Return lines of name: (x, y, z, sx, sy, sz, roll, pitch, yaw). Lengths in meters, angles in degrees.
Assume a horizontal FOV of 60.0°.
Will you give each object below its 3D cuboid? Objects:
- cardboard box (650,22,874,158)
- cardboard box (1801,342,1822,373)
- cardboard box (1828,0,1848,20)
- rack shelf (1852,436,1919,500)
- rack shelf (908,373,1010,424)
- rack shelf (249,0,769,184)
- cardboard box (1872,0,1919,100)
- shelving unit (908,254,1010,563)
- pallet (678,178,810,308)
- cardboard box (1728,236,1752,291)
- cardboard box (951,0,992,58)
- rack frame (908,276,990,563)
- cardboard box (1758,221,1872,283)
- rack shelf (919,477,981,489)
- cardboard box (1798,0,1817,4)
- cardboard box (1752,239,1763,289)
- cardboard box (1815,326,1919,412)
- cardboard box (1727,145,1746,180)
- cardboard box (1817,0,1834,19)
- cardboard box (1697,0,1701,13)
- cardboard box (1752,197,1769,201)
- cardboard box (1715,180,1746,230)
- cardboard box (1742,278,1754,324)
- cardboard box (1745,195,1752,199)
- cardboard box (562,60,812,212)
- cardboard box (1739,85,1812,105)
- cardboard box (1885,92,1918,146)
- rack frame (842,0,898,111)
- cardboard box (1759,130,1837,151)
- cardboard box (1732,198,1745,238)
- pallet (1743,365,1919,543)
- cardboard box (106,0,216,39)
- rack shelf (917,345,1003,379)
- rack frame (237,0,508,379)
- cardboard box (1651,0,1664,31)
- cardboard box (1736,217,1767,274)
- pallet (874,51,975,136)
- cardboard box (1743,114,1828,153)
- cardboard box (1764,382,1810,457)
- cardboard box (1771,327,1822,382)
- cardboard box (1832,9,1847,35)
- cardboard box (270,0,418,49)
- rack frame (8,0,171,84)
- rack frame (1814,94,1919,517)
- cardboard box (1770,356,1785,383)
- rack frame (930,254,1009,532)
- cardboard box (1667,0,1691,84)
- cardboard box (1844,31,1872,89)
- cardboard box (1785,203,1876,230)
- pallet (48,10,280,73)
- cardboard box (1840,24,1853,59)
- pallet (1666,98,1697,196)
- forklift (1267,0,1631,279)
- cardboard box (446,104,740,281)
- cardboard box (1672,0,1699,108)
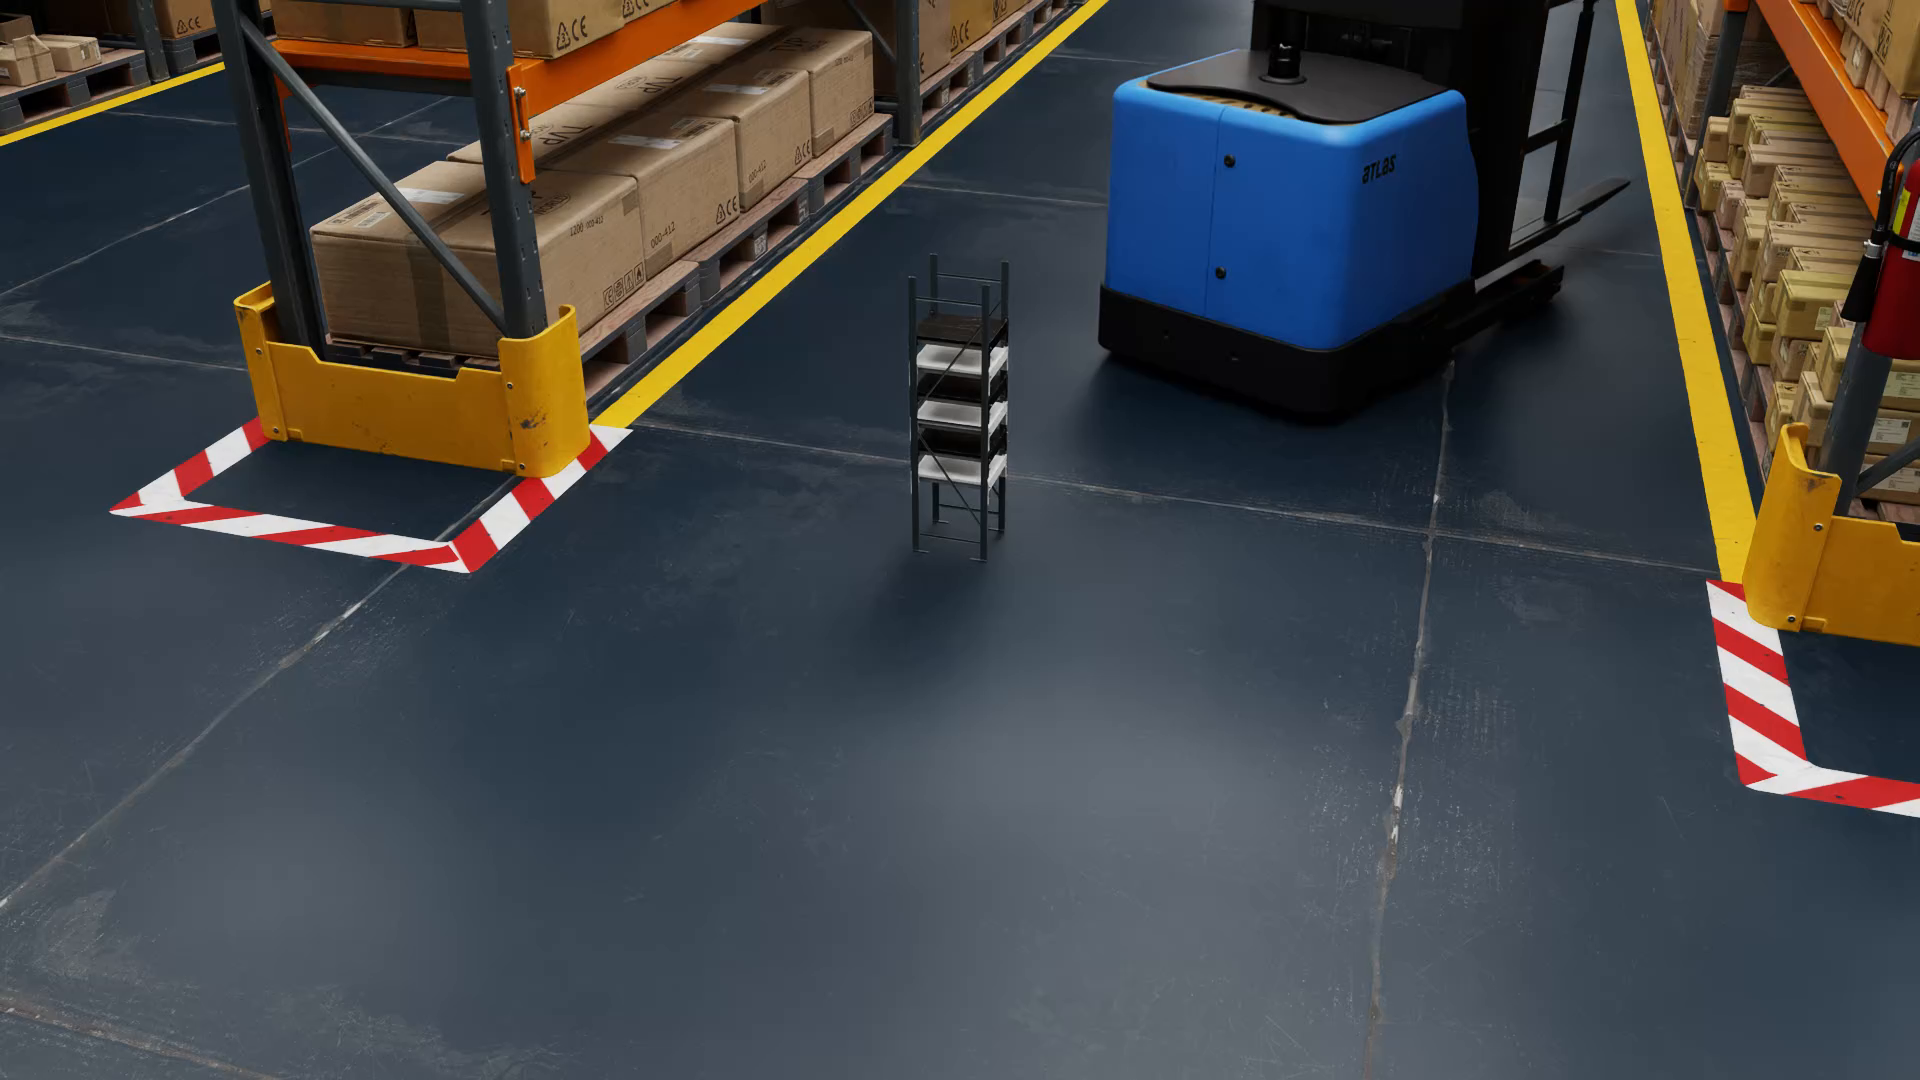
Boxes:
cardboard box: (-0.999, -2.331, 8.558, 0.875, 0.438, 0.875, 8, 30, 14)
cardboard box: (2.885, -0.492, 5.244, 0.380, 0.149, 0.250, 8, 30, 14)
cardboard box: (3.057, -1.920, 5.207, 0.500, 0.500, 0.500, 9, 30, 15)
rack shelf: (2.878, -1.024, 4.006, 0.949, 2.616, 0.053, 8, 30, 15)
rack shelf: (-0.002, -0.439, 4.997, 0.258, 0.077, 0.200, 8, 30, 15)
rack shelf: (-1.299, -2.299, 7.038, 1.077, 0.370, 4.000, 8, 30, 15)
cardboard box: (2.761, -1.444, 4.352, 0.500, 0.500, 0.500, 9, 30, 16)
shelving unit: (5.652, -3.954, 8.194, 8.426, 4.047, 12.137, 8, 30, 15)
pallet: (-1.367, -1.414, 7.574, 1.003, 0.211, 1.213, 8, 30, 15)
cardboard box: (3.293, -1.089, 6.623, 0.380, 0.149, 0.250, 8, 30, 14)
cardboard box: (-0.349, -3.519, 10.243, 0.875, 0.875, 0.875, 9, 30, 16)
rack frame: (-0.032, -0.342, 4.940, 0.240, 0.900, 0.006, 8, 30, 15)
cardboard box: (3.034, -0.996, 5.843, 0.380, 0.149, 0.250, 10, 31, 17)
rack shelf: (-0.002, -0.216, 5.121, 0.199, 0.015, 0.184, 8, 30, 15)
cardboard box: (3.313, -2.070, 6.144, 0.380, 0.149, 0.250, 10, 31, 17)
cardboard box: (3.141, -0.979, 6.120, 0.380, 0.149, 0.250, 10, 31, 17)
cardboard box: (2.788, -0.505, 4.960, 0.380, 0.149, 0.250, 9, 30, 15)
cardboard box: (3.648, -1.698, 7.412, 0.380, 0.149, 0.250, 9, 30, 15)
cardboard box: (3.279, -1.939, 5.908, 0.380, 0.149, 0.250, 10, 31, 17)
cardboard box: (4.190, -2.922, 8.785, 0.500, 0.250, 0.500, 10, 31, 17)
cardboard box: (3.426, -1.330, 6.751, 0.380, 0.149, 0.250, 10, 31, 17)
cardboard box: (3.534, -1.452, 7.274, 0.380, 0.149, 0.250, 8, 30, 15)
cardboard box: (3.143, -0.850, 6.192, 0.380, 0.149, 0.250, 9, 30, 16)
cardboard box: (3.529, -1.455, 6.974, 0.380, 0.149, 0.250, 7, 30, 12)
cardboard box: (-1.261, -1.914, 7.810, 0.875, 0.438, 0.875, 8, 30, 13)
cardboard box: (3.750, -1.951, 7.560, 0.380, 0.149, 0.250, 10, 31, 17)
cardboard box: (2.701, -1.107, 4.413, 0.380, 0.149, 0.250, 9, 30, 15)
rack frame: (-0.716, -3.544, 8.535, 0.949, 2.616, 0.053, 8, 30, 15)
cardboard box: (3.531, -1.582, 6.898, 0.380, 0.149, 0.250, 8, 30, 14)
cardboard box: (3.507, -1.326, 7.050, 0.380, 0.149, 0.250, 8, 30, 14)
pallet: (3.170, -0.214, 5.418, 1.003, 0.211, 1.213, 8, 30, 15)
cardboard box: (-5.101, -3.534, 10.656, 0.500, 0.500, 0.500, 10, 31, 17)
rack shelf: (5.662, -4.218, 8.049, 8.407, 3.443, 12.128, 8, 30, 15)
rack frame: (-1.890, -1.685, 5.193, 0.949, 2.616, 0.053, 8, 30, 15)
cardboard box: (1.953, -3.419, 8.815, 4.865, 2.090, 5.455, 9, 30, 16)
cardboard box: (3.195, -1.111, 6.357, 0.380, 0.149, 0.250, 9, 30, 15)
pallet: (-0.558, -2.694, 9.876, 1.003, 0.211, 1.213, 8, 30, 15)
cardboard box: (3.585, -1.707, 7.121, 0.392, 0.149, 0.269, 10, 30, 17)
cardboard box: (2.809, -0.371, 5.332, 0.380, 0.149, 0.250, 9, 30, 16)
cardboard box: (2.908, -0.620, 5.474, 0.380, 0.149, 0.250, 7, 30, 13)
cardboard box: (3.225, -1.819, 5.692, 0.380, 0.149, 0.250, 9, 30, 16)
cardboard box: (-1.998, -1.990, 5.639, 0.500, 0.500, 0.500, 9, 30, 15)
rack frame: (-5.459, -4.250, 9.804, 1.000, 3.000, 0.127, 8, 30, 15)
rack frame: (2.875, -1.025, 4.007, 1.000, 3.000, 0.127, 8, 30, 15)
cardboard box: (3.029, -0.598, 5.740, 0.380, 0.149, 0.250, 9, 30, 15)
rack frame: (0.027, -0.437, 5.109, 0.240, 0.900, 0.006, 8, 30, 15)
cardboard box: (4.331, -2.831, 9.393, 0.500, 0.500, 0.500, 8, 30, 14)
cardboard box: (2.921, -1.458, 5.043, 0.380, 0.149, 0.250, 9, 30, 16)
cardboard box: (15.729, -10.700, 14.693, 18.148, 8.504, 30.398, 7, 30, 13)
pallet: (-5.256, -3.415, 11.171, 1.003, 0.211, 1.213, 8, 30, 15)
cardboard box: (3.027, -1.576, 5.256, 0.380, 0.149, 0.250, 7, 30, 13)
pallet: (4.276, -2.027, 8.677, 1.003, 0.211, 1.213, 8, 30, 15)
forklift: (-1.198, -3.980, 7.046, 7.407, 5.209, 9.711, 24, 37, 36)
cardboard box: (-1.528, -1.496, 7.057, 0.875, 0.438, 0.875, 9, 30, 16)
cardboard box: (4.177, -2.593, 8.965, 0.500, 0.500, 0.500, 8, 30, 14)
